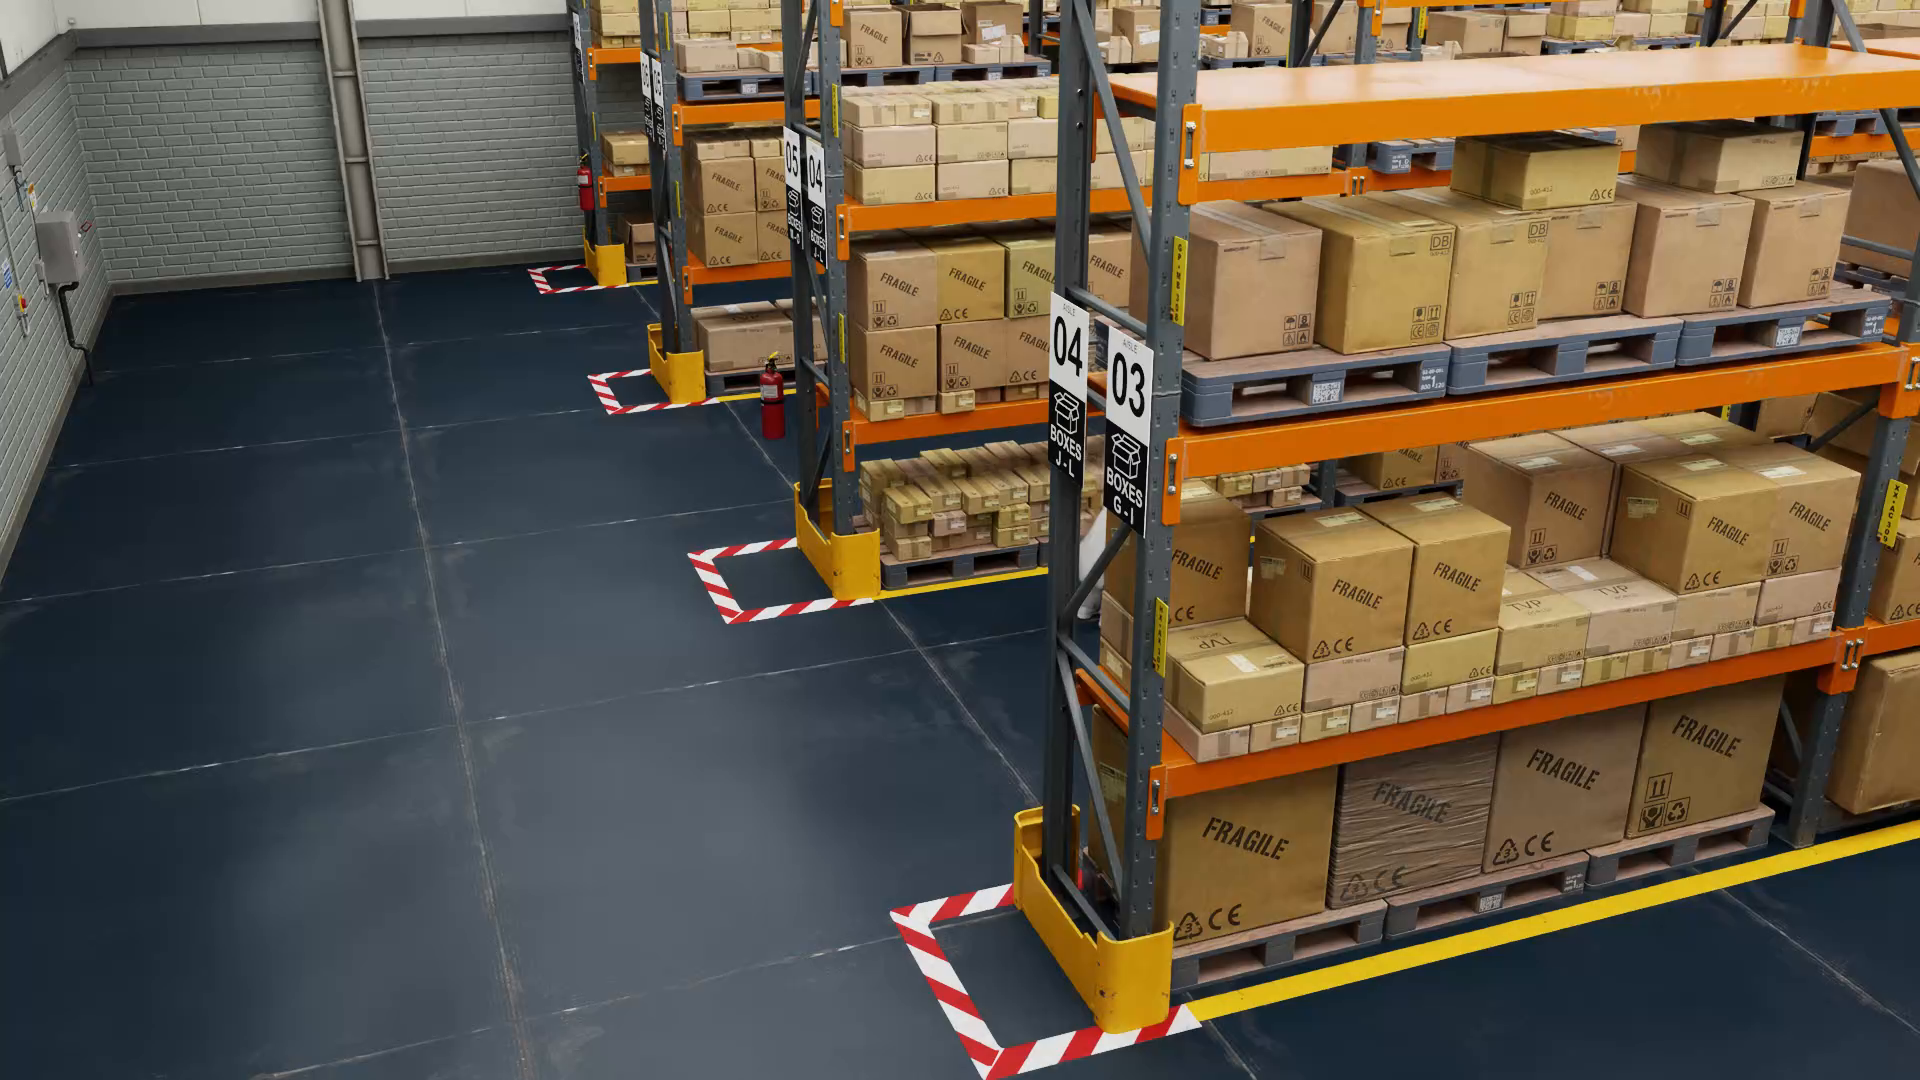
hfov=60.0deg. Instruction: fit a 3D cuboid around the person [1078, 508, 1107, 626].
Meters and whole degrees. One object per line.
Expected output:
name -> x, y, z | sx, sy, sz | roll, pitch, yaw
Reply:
person -> 1.127, 0.099, 11.559 | 0.808, 0.934, 0.493 | -14, 26, -30
